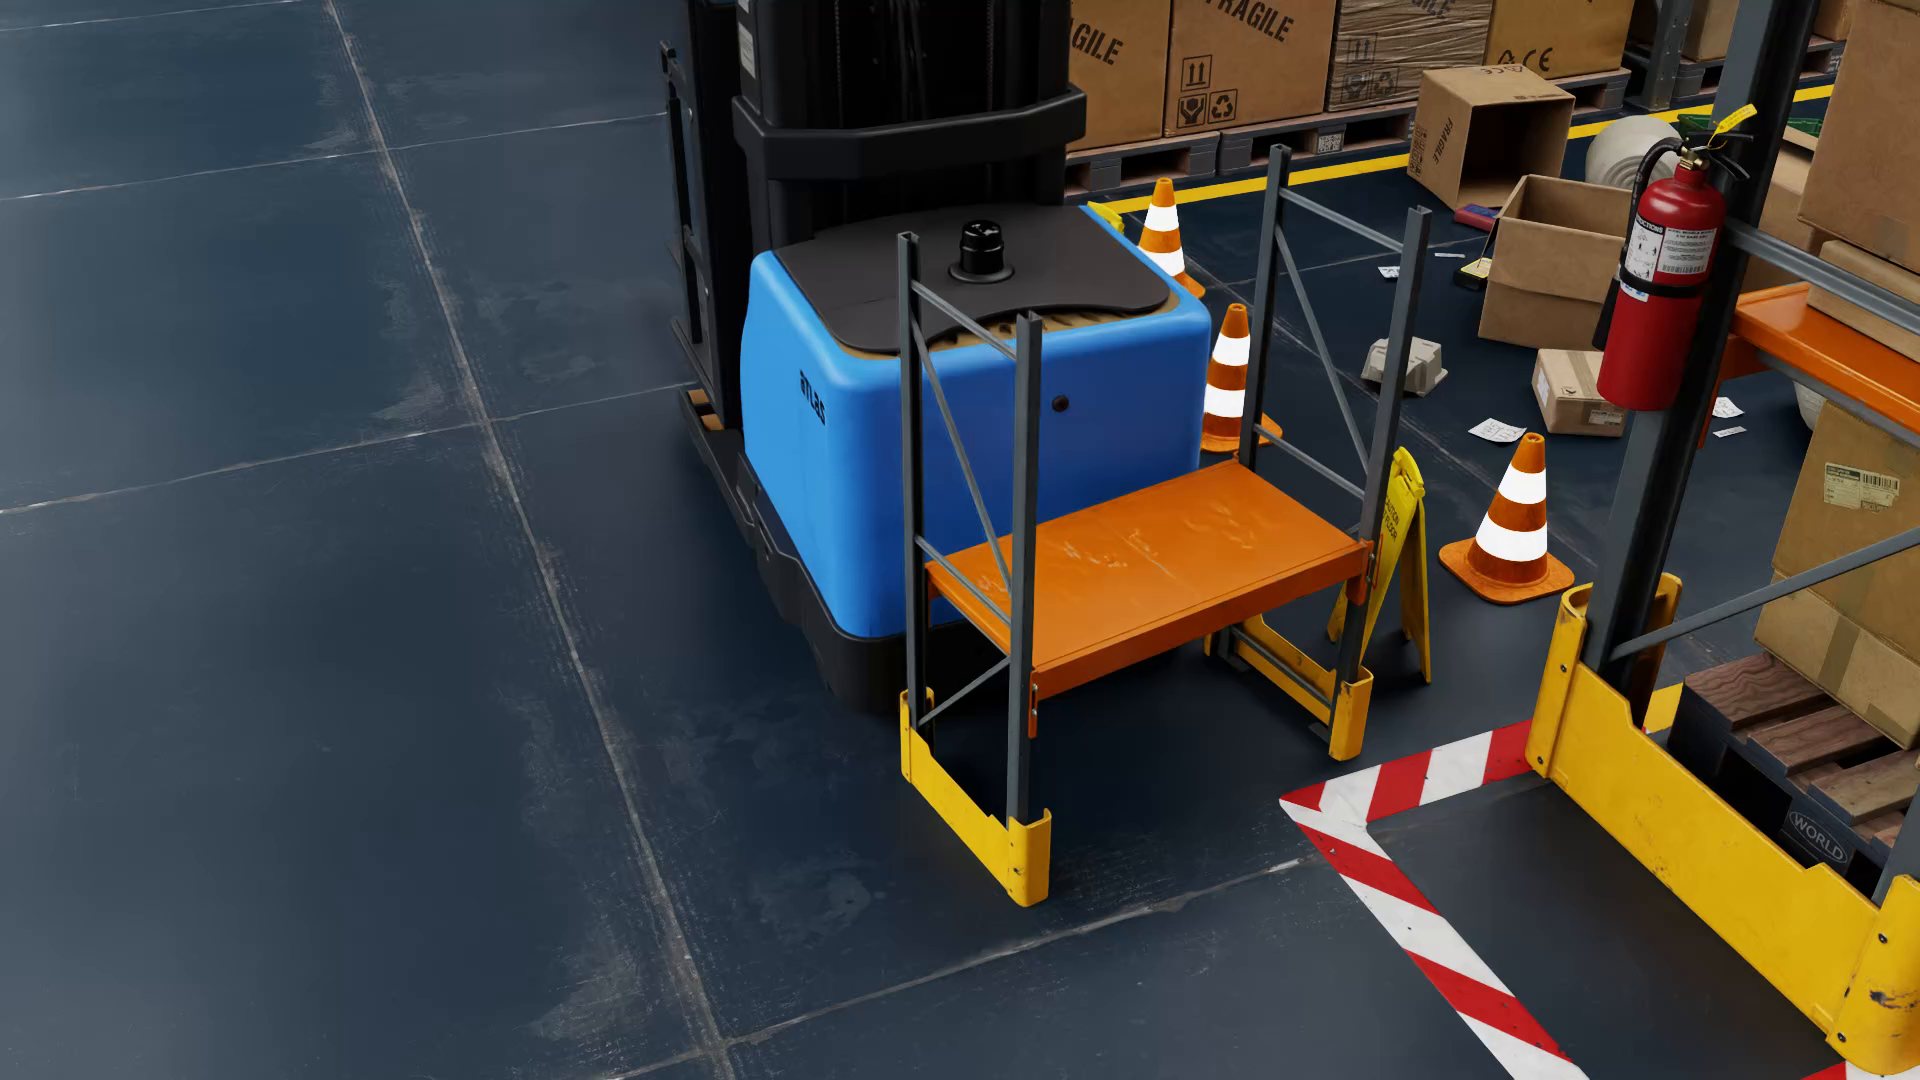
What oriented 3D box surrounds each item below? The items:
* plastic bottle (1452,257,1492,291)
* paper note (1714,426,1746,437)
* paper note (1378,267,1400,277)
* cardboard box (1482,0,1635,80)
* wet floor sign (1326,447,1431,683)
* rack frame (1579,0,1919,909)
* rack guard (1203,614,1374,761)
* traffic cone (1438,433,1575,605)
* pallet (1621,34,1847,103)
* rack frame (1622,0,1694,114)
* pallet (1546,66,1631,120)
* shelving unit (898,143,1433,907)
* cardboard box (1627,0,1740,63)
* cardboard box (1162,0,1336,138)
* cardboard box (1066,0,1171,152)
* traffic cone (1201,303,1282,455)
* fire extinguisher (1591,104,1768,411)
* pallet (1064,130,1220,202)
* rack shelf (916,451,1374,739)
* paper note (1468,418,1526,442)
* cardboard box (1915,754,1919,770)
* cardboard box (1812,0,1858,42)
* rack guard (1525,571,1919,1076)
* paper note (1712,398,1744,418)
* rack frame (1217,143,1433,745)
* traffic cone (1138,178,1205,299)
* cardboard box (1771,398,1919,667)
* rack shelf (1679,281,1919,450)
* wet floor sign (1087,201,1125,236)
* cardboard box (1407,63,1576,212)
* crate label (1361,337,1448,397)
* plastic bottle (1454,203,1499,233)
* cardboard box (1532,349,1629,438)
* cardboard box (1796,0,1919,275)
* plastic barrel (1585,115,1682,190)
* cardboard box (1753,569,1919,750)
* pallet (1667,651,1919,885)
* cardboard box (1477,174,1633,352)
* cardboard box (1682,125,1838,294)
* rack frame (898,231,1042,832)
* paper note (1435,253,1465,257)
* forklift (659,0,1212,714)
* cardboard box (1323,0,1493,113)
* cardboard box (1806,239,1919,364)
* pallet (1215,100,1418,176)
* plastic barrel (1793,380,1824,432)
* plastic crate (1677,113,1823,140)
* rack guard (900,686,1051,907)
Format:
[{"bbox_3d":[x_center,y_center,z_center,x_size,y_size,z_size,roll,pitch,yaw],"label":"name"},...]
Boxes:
[{"bbox_3d":[2.182,-1.116,6.910,0.283,0.061,0.133,-27,42,-35],"label":"plastic bottle"},{"bbox_3d":[2.697,-0.380,5.824,0.123,0.001,0.032,-13,35,-19],"label":"paper note"},{"bbox_3d":[1.835,-1.120,6.945,0.142,0.017,0.144,-2,33,-2],"label":"paper note"},{"bbox_3d":[2.852,-2.929,8.565,0.875,0.875,0.875,-12,35,-18],"label":"cardboard box"},{"bbox_3d":[1.191,0.060,4.566,0.232,0.644,0.267,-2,33,-2],"label":"wet floor sign"},{"bbox_3d":[1.780,-0.429,3.159,0.127,3.000,1.000,-13,35,-19],"label":"rack frame"},{"bbox_3d":[0.877,0.332,4.511,0.087,0.250,0.587,-19,37,-26],"label":"rack guard"},{"bbox_3d":[1.677,-0.105,4.987,0.334,0.463,0.336,-13,35,-19],"label":"traffic cone"},{"bbox_3d":[4.141,-2.773,9.319,1.213,0.211,1.003,-13,35,-19],"label":"pallet"},{"bbox_3d":[3.459,-3.741,8.250,0.127,3.000,1.000,-13,35,-19],"label":"rack frame"},{"bbox_3d":[2.727,-2.451,8.824,1.213,0.211,1.003,-13,35,-19],"label":"pallet"},{"bbox_3d":[0.453,-0.050,3.951,1.083,1.500,0.587,-19,37,-26],"label":"shelving unit"},{"bbox_3d":[3.996,-3.151,9.020,0.750,0.750,1.050,-13,35,-19],"label":"cardboard box"},{"bbox_3d":[1.181,-2.545,7.975,0.875,0.875,0.875,-13,35,-20],"label":"cardboard box"},{"bbox_3d":[0.370,-2.359,7.688,0.875,0.875,0.875,-13,35,-19],"label":"cardboard box"},{"bbox_3d":[0.934,-0.591,5.735,0.334,0.463,0.336,-13,35,-19],"label":"traffic cone"},{"bbox_3d":[1.496,-0.604,3.499,0.183,0.674,0.296,-13,35,-19],"label":"fire extinguisher"},{"bbox_3d":[0.477,-1.936,8.032,1.213,0.211,1.003,-13,35,-19],"label":"pallet"},{"bbox_3d":[0.445,0.104,4.045,1.000,0.185,0.538,-19,37,-26],"label":"rack shelf"},{"bbox_3d":[1.881,-0.385,5.814,0.142,0.019,0.148,-27,42,-35],"label":"paper note"},{"bbox_3d":[2.631,0.516,3.842,0.500,0.250,0.500,-13,35,-19],"label":"cardboard box"},{"bbox_3d":[4.887,-3.352,9.330,0.750,0.750,1.050,-13,35,-19],"label":"cardboard box"},{"bbox_3d":[1.850,0.603,3.865,0.348,0.500,1.175,-13,35,-19],"label":"rack guard"},{"bbox_3d":[2.722,-0.484,5.977,0.142,0.019,0.148,-2,33,-2],"label":"paper note"},{"bbox_3d":[0.878,-0.192,4.171,0.032,1.500,0.500,-19,37,-26],"label":"rack frame"},{"bbox_3d":[0.810,-1.232,6.718,0.334,0.463,0.336,-13,35,-19],"label":"traffic cone"},{"bbox_3d":[2.418,-0.067,4.051,0.500,0.500,0.500,-13,35,-19],"label":"cardboard box"},{"bbox_3d":[3.624,-0.550,4.004,4.000,0.370,1.077,-13,35,-19],"label":"rack shelf"},{"bbox_3d":[0.510,-0.908,6.054,0.232,0.644,0.267,-19,38,-27],"label":"wet floor sign"},{"bbox_3d":[2.425,-1.851,7.634,0.500,0.500,0.500,-7,34,-11],"label":"cardboard box"},{"bbox_3d":[1.635,-0.652,6.127,0.250,0.136,0.298,23,39,30],"label":"crate label"},{"bbox_3d":[2.349,-1.414,7.367,0.133,0.061,0.283,-27,42,-35],"label":"plastic bottle"},{"bbox_3d":[2.206,-0.526,5.923,0.250,0.149,0.380,4,33,6],"label":"cardboard box"},{"bbox_3d":[2.174,-0.849,3.440,0.500,0.500,0.500,-14,35,-20],"label":"cardboard box"},{"bbox_3d":[3.006,-1.651,7.399,0.421,0.421,0.512,10,34,14],"label":"plastic barrel"},{"bbox_3d":[2.443,0.237,4.272,0.500,0.250,0.500,-13,35,-19],"label":"cardboard box"},{"bbox_3d":[2.613,0.570,4.180,1.213,0.211,1.003,-13,35,-19],"label":"pallet"},{"bbox_3d":[2.419,-1.027,6.366,0.797,0.503,0.637,16,36,23],"label":"cardboard box"},{"bbox_3d":[3.278,-1.285,6.639,0.503,0.637,0.797,-13,35,-19],"label":"cardboard box"},{"bbox_3d":[0.013,0.099,3.723,0.032,1.500,0.500,-19,37,-26],"label":"rack frame"},{"bbox_3d":[2.095,-1.218,7.112,0.123,0.001,0.032,4,33,6],"label":"paper note"},{"bbox_3d":[-0.338,-1.563,4.965,1.130,2.935,3.031,-12,35,-17],"label":"forklift"},{"bbox_3d":[2.022,-2.737,8.269,0.875,0.875,0.875,-13,35,-19],"label":"cardboard box"},{"bbox_3d":[2.042,-0.510,3.514,0.250,0.149,0.380,-12,35,-17],"label":"cardboard box"},{"bbox_3d":[1.601,-2.192,8.425,1.213,0.211,1.003,-13,35,-19],"label":"pallet"},{"bbox_3d":[3.098,-0.546,5.702,0.421,0.421,0.512,10,34,14],"label":"plastic barrel"},{"bbox_3d":[3.806,-1.891,7.932,0.662,0.188,0.450,4,23,6],"label":"plastic crate"},{"bbox_3d":[0.029,0.617,4.073,0.087,0.250,0.587,-19,37,-26],"label":"rack guard"}]
